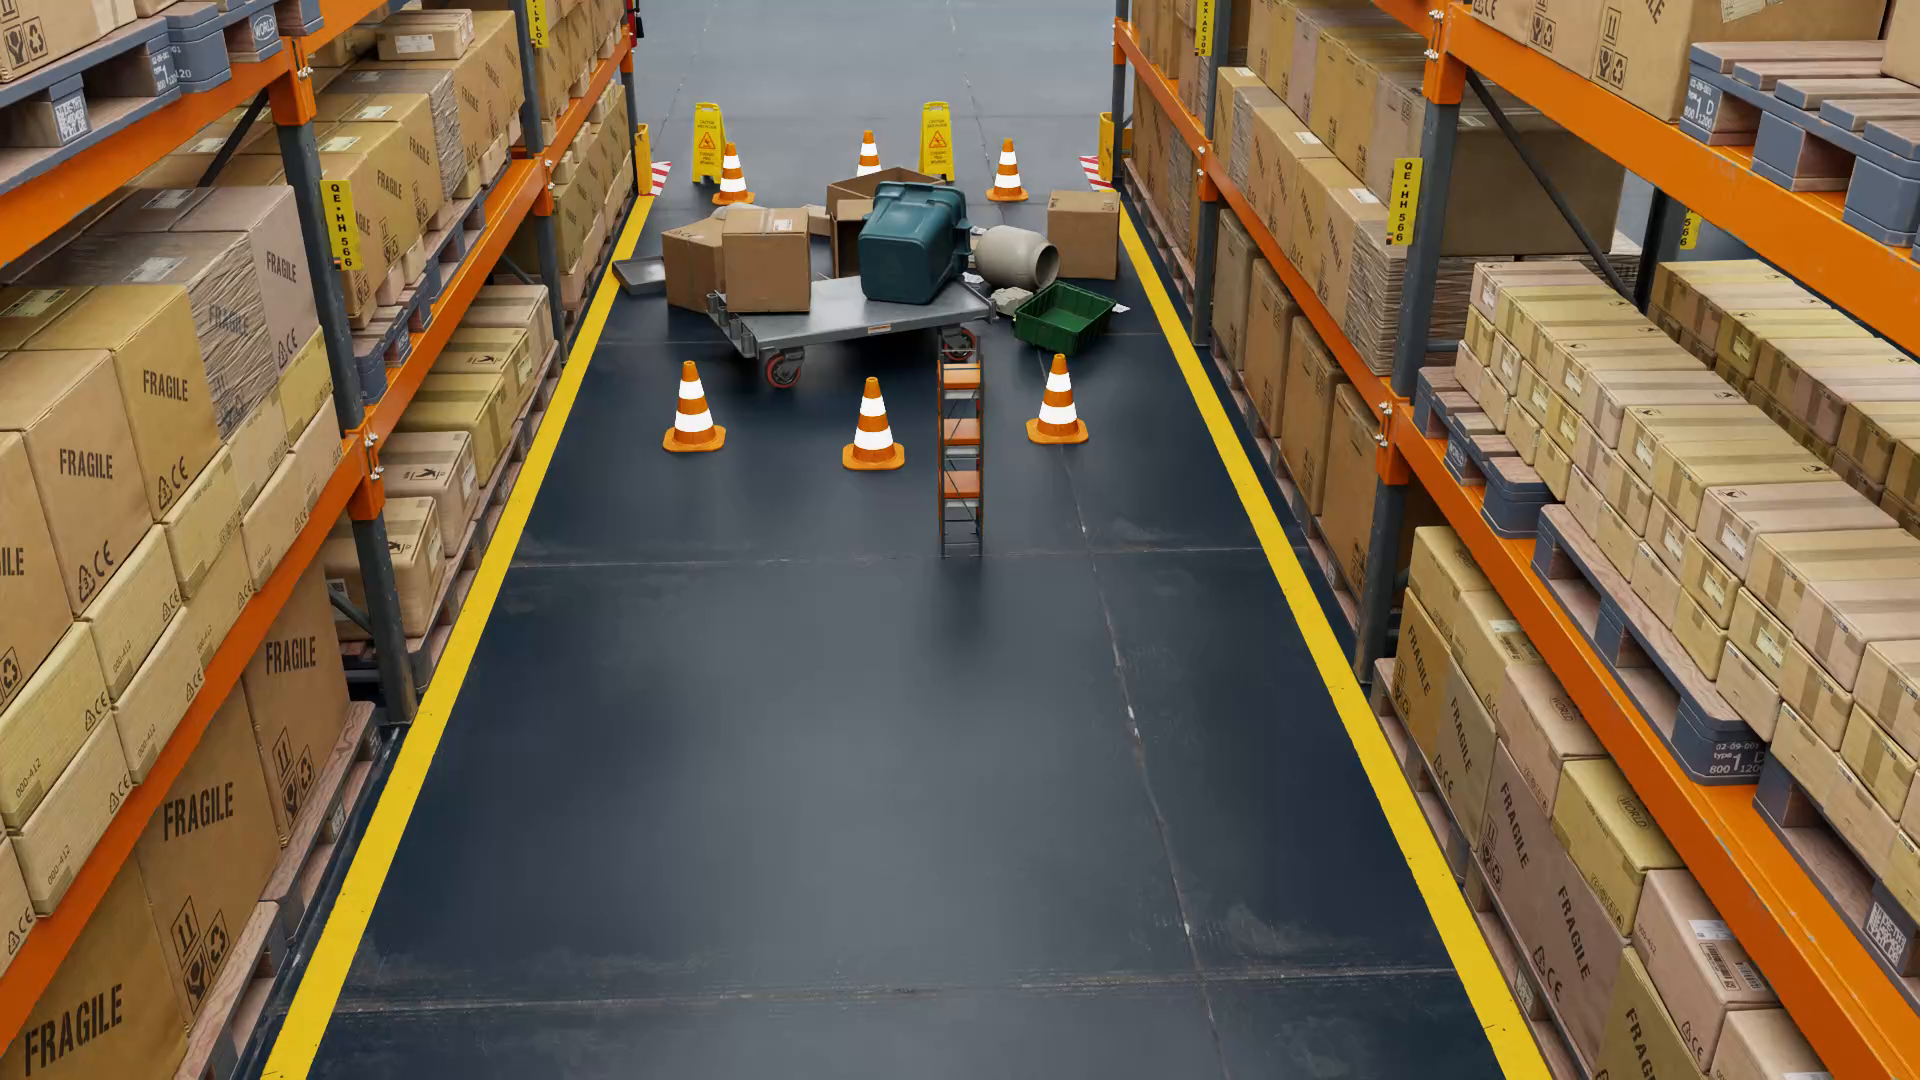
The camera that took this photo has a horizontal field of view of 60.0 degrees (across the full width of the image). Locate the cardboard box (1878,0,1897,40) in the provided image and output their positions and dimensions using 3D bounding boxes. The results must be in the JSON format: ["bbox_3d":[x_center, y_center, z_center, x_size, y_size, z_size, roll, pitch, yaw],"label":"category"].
[{"bbox_3d":[2.541,-1.406,4.350,0.500,0.500,0.500,-1,28,-3],"label":"cardboard box"}]

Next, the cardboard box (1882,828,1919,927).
[{"bbox_3d":[2.172,0.723,3.438,0.380,0.149,0.250,-1,28,-2],"label":"cardboard box"}]

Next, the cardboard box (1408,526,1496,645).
[{"bbox_3d":[1.990,0.163,6.132,0.500,0.250,0.500,-3,28,-5],"label":"cardboard box"}]

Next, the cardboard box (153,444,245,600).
[{"bbox_3d":[-2.385,-0.050,4.723,0.500,0.250,0.500,-2,28,-4],"label":"cardboard box"}]

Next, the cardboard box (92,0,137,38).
[{"bbox_3d":[-2.321,-1.414,4.165,0.396,0.266,0.258,-2,28,-4],"label":"cardboard box"}]

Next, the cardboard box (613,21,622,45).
[{"bbox_3d":[-2.803,-3.886,12.729,0.380,0.149,0.250,-2,28,-3],"label":"cardboard box"}]

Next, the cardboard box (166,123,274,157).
[{"bbox_3d":[-3.081,-1.389,6.785,0.500,0.500,0.500,-2,28,-3],"label":"cardboard box"}]

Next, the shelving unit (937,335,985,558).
[{"bbox_3d":[0.003,-0.441,7.960,0.215,1.050,0.252,-1,28,-3],"label":"shelving unit"}]

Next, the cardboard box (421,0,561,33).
[{"bbox_3d":[-2.757,-3.260,9.746,0.700,0.500,0.500,-2,28,-3],"label":"cardboard box"}]

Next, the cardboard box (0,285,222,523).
[{"bbox_3d":[-2.400,-0.374,4.534,0.500,0.500,0.500,-1,28,-3],"label":"cardboard box"}]

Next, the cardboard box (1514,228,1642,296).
[{"bbox_3d":[2.442,-1.009,6.833,0.500,0.500,0.500,-1,28,-2],"label":"cardboard box"}]

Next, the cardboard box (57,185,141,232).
[{"bbox_3d":[-2.960,-0.839,5.425,0.500,0.500,0.500,-2,28,-4],"label":"cardboard box"}]

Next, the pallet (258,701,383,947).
[{"bbox_3d":[-2.776,1.018,6.071,1.003,0.211,1.213,-1,28,-3],"label":"pallet"}]

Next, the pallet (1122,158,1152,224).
[{"bbox_3d":[1.898,-2.842,13.470,1.003,0.211,1.213,-1,28,-3],"label":"pallet"}]

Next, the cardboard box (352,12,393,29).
[{"bbox_3d":[-3.213,-2.571,9.052,0.500,0.500,0.500,-1,28,-1],"label":"cardboard box"}]

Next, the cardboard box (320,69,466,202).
[{"bbox_3d":[-2.621,-1.877,7.722,0.500,0.500,0.500,-2,28,-5],"label":"cardboard box"}]

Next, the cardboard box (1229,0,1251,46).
[{"bbox_3d":[2.002,-3.315,10.032,0.875,0.550,0.550,-1,28,-3],"label":"cardboard box"}]

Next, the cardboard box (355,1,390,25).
[{"bbox_3d":[-3.279,-2.856,8.897,0.380,0.149,0.250,-1,28,-3],"label":"cardboard box"}]

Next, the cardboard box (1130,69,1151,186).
[{"bbox_3d":[1.880,-3.378,13.327,0.875,0.875,0.875,-1,28,-2],"label":"cardboard box"}]

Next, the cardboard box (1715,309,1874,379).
[{"bbox_3d":[2.704,-0.637,5.402,0.380,0.149,0.250,-1,28,-1],"label":"cardboard box"}]

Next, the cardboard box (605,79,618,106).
[{"bbox_3d":[-2.771,-3.335,12.407,0.380,0.149,0.250,-1,28,-1],"label":"cardboard box"}]

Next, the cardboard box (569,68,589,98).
[{"bbox_3d":[-2.704,-3.065,11.154,0.380,0.149,0.250,-1,28,-2],"label":"cardboard box"}]

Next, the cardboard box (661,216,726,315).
[{"bbox_3d":[-1.648,-1.852,11.259,0.500,0.500,0.500,19,33,32],"label":"cardboard box"}]

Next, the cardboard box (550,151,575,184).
[{"bbox_3d":[-2.659,-2.357,10.533,0.380,0.149,0.250,-1,28,-2],"label":"cardboard box"}]

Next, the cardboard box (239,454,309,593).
[{"bbox_3d":[-2.414,-0.055,5.275,0.500,0.250,0.500,-1,28,-2],"label":"cardboard box"}]

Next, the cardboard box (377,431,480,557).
[{"bbox_3d":[-2.808,-0.208,7.792,0.950,0.372,0.625,-2,28,-4],"label":"cardboard box"}]

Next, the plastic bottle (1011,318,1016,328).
[{"bbox_3d":[0.466,-1.386,10.842,0.133,0.061,0.283,-17,32,-29],"label":"plastic bottle"}]

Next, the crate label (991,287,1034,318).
[{"bbox_3d":[0.352,-1.599,11.168,0.298,0.136,0.250,-23,35,-37],"label":"crate label"}]

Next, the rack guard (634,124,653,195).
[{"bbox_3d":[-3.156,-3.136,13.722,1.175,0.500,0.348,-1,28,-3],"label":"rack guard"}]

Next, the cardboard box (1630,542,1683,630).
[{"bbox_3d":[2.101,0.118,4.597,0.380,0.149,0.250,-2,28,-4],"label":"cardboard box"}]

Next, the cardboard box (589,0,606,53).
[{"bbox_3d":[-2.812,-3.749,11.765,0.500,0.500,0.500,-2,28,-3],"label":"cardboard box"}]

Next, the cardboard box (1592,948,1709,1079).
[{"bbox_3d":[2.088,1.446,4.483,0.500,0.500,0.500,-2,28,-4],"label":"cardboard box"}]

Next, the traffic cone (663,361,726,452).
[{"bbox_3d":[-1.488,-0.768,9.223,0.336,0.463,0.334,-1,28,-3],"label":"traffic cone"}]

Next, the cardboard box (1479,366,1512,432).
[{"bbox_3d":[2.032,-0.490,5.764,0.380,0.149,0.250,0,28,0],"label":"cardboard box"}]

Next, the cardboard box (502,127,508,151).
[{"bbox_3d":[-2.652,-2.154,8.953,0.380,0.149,0.250,-2,28,-4],"label":"cardboard box"}]

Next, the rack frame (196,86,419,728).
[{"bbox_3d":[-2.742,-0.585,6.128,1.000,3.000,0.127,-1,28,-3],"label":"rack frame"}]

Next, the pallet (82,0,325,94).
[{"bbox_3d":[-2.655,-1.535,4.910,1.213,0.211,1.003,0,28,0],"label":"pallet"}]

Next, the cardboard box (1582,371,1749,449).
[{"bbox_3d":[2.081,-0.387,4.922,0.380,0.149,0.250,0,28,0],"label":"cardboard box"}]

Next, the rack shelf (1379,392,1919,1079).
[{"bbox_3d":[2.300,0.492,4.842,1.077,0.370,4.000,-1,28,-3],"label":"rack shelf"}]

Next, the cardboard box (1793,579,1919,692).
[{"bbox_3d":[2.149,0.212,3.773,0.380,0.149,0.250,-1,28,-3],"label":"cardboard box"}]

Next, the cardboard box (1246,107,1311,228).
[{"bbox_3d":[1.796,-1.929,8.597,0.500,0.500,0.500,-2,28,-3],"label":"cardboard box"}]

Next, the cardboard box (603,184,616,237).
[{"bbox_3d":[-2.797,-2.399,12.124,0.500,0.250,0.500,-2,28,-4],"label":"cardboard box"}]

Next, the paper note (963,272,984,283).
[{"bbox_3d":[0.089,-1.861,11.794,0.172,0.023,0.155,8,29,15],"label":"paper note"}]

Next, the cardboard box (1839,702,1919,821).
[{"bbox_3d":[2.162,0.474,3.593,0.380,0.149,0.250,0,28,0],"label":"cardboard box"}]

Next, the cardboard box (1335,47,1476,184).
[{"bbox_3d":[2.126,-1.917,7.492,0.700,0.500,0.500,-2,28,-3],"label":"cardboard box"}]

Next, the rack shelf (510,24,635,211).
[{"bbox_3d":[-3.055,-3.037,11.607,1.077,0.370,4.000,-1,28,-3],"label":"rack shelf"}]

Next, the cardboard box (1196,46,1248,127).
[{"bbox_3d":[1.956,-2.835,10.279,0.875,0.550,0.550,-1,28,-3],"label":"cardboard box"}]

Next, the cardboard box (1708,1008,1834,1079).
[{"bbox_3d":[2.113,1.348,3.860,0.500,0.250,0.500,-2,28,-4],"label":"cardboard box"}]

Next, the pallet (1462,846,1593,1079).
[{"bbox_3d":[2.296,1.408,5.321,1.003,0.211,1.213,-1,28,-3],"label":"pallet"}]

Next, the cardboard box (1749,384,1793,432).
[{"bbox_3d":[2.721,-0.380,5.231,0.380,0.149,0.250,-1,28,-3],"label":"cardboard box"}]

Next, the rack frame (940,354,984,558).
[{"bbox_3d":[0.009,-0.384,7.852,0.200,1.050,0.008,-1,28,-3],"label":"rack frame"}]

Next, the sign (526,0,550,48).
[{"bbox_3d":[-2.397,-2.960,9.430,0.100,0.325,0.005,-1,28,-3],"label":"sign"}]

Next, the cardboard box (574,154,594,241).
[{"bbox_3d":[-2.752,-2.257,11.043,0.500,0.500,0.500,0,28,-1],"label":"cardboard box"}]

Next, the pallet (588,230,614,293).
[{"bbox_3d":[-3.088,-2.070,11.990,1.003,0.211,1.213,-1,28,-3],"label":"pallet"}]

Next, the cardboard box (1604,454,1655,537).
[{"bbox_3d":[2.089,-0.135,4.761,0.380,0.149,0.250,-2,28,-3],"label":"cardboard box"}]

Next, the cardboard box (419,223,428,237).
[{"bbox_3d":[-2.661,-1.439,7.584,0.380,0.149,0.250,0,28,-1],"label":"cardboard box"}]

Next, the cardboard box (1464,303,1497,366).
[{"bbox_3d":[2.021,-0.730,5.901,0.380,0.149,0.250,0,28,0],"label":"cardboard box"}]
